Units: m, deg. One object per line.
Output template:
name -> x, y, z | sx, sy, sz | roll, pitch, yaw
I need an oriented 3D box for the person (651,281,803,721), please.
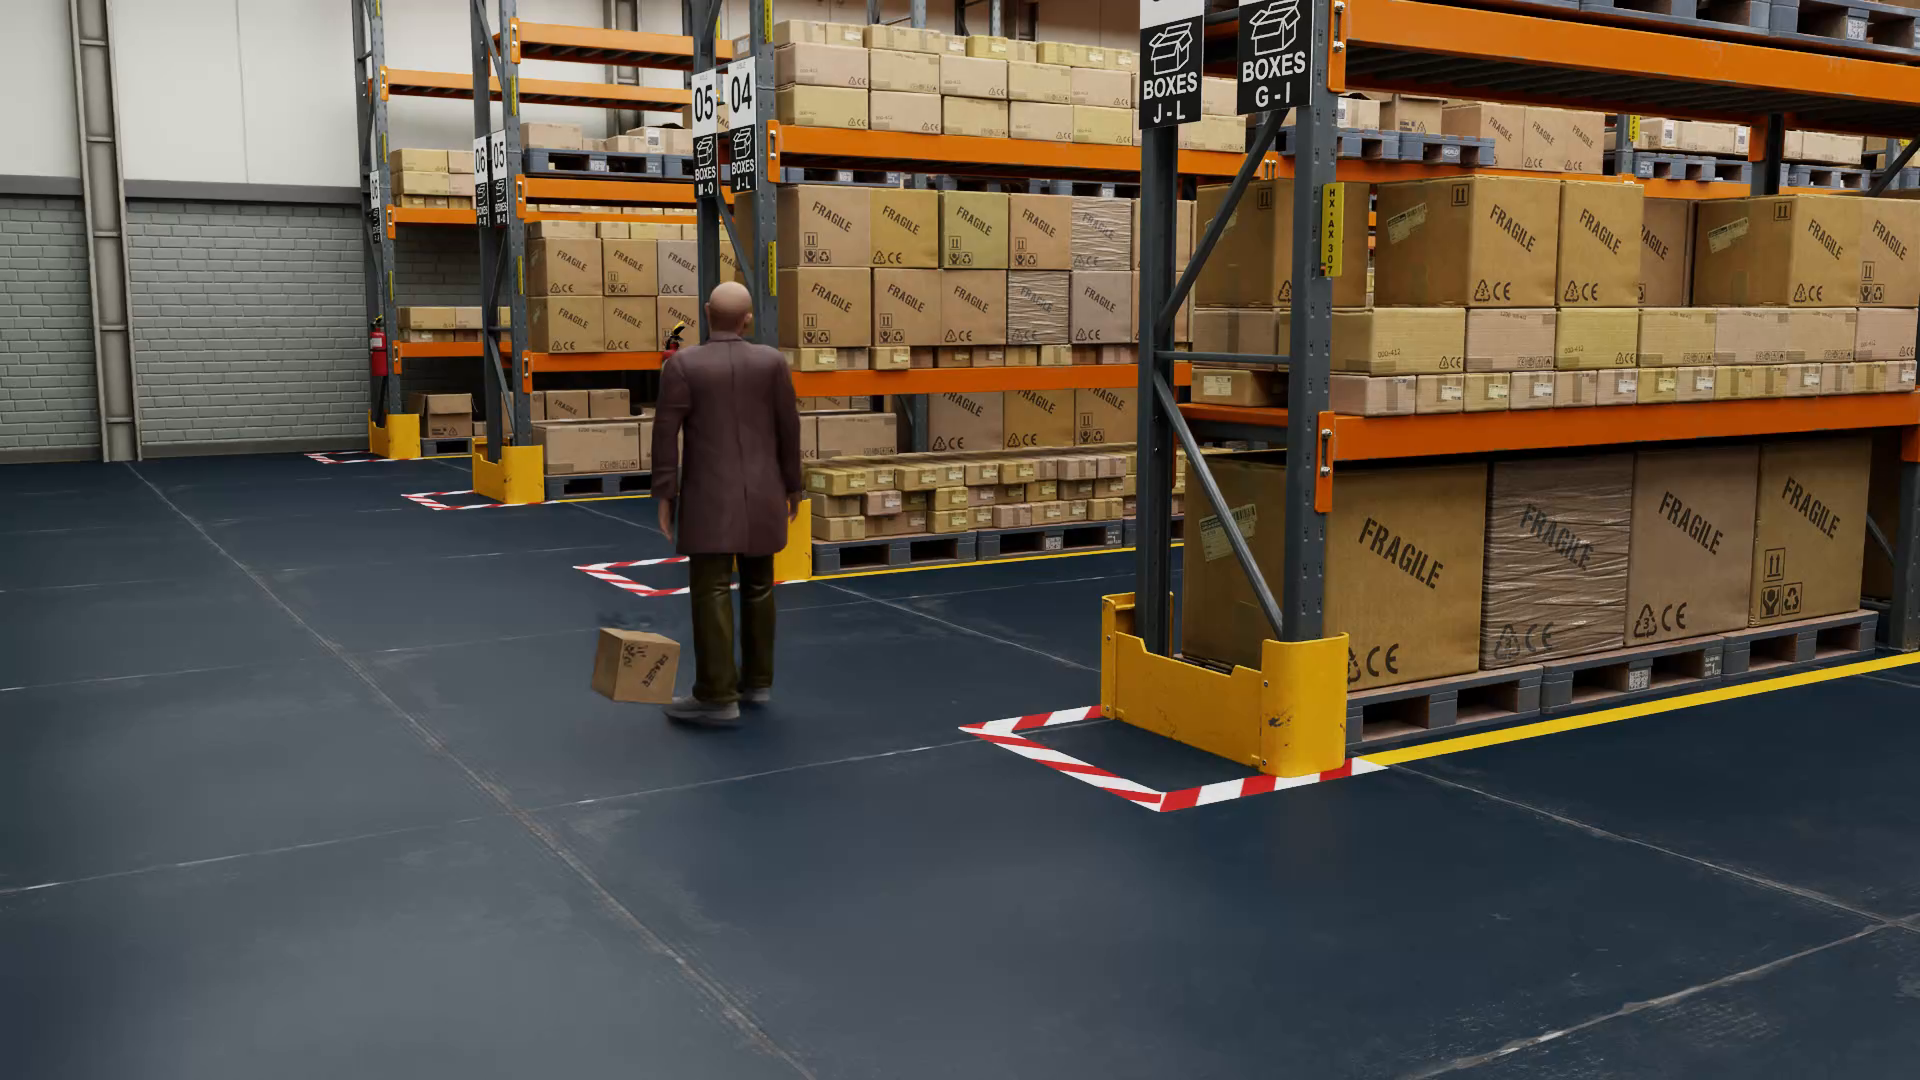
person -> -0.980, -0.176, 6.940 | 0.654, 1.781, 0.618 | -4, 9, -26
